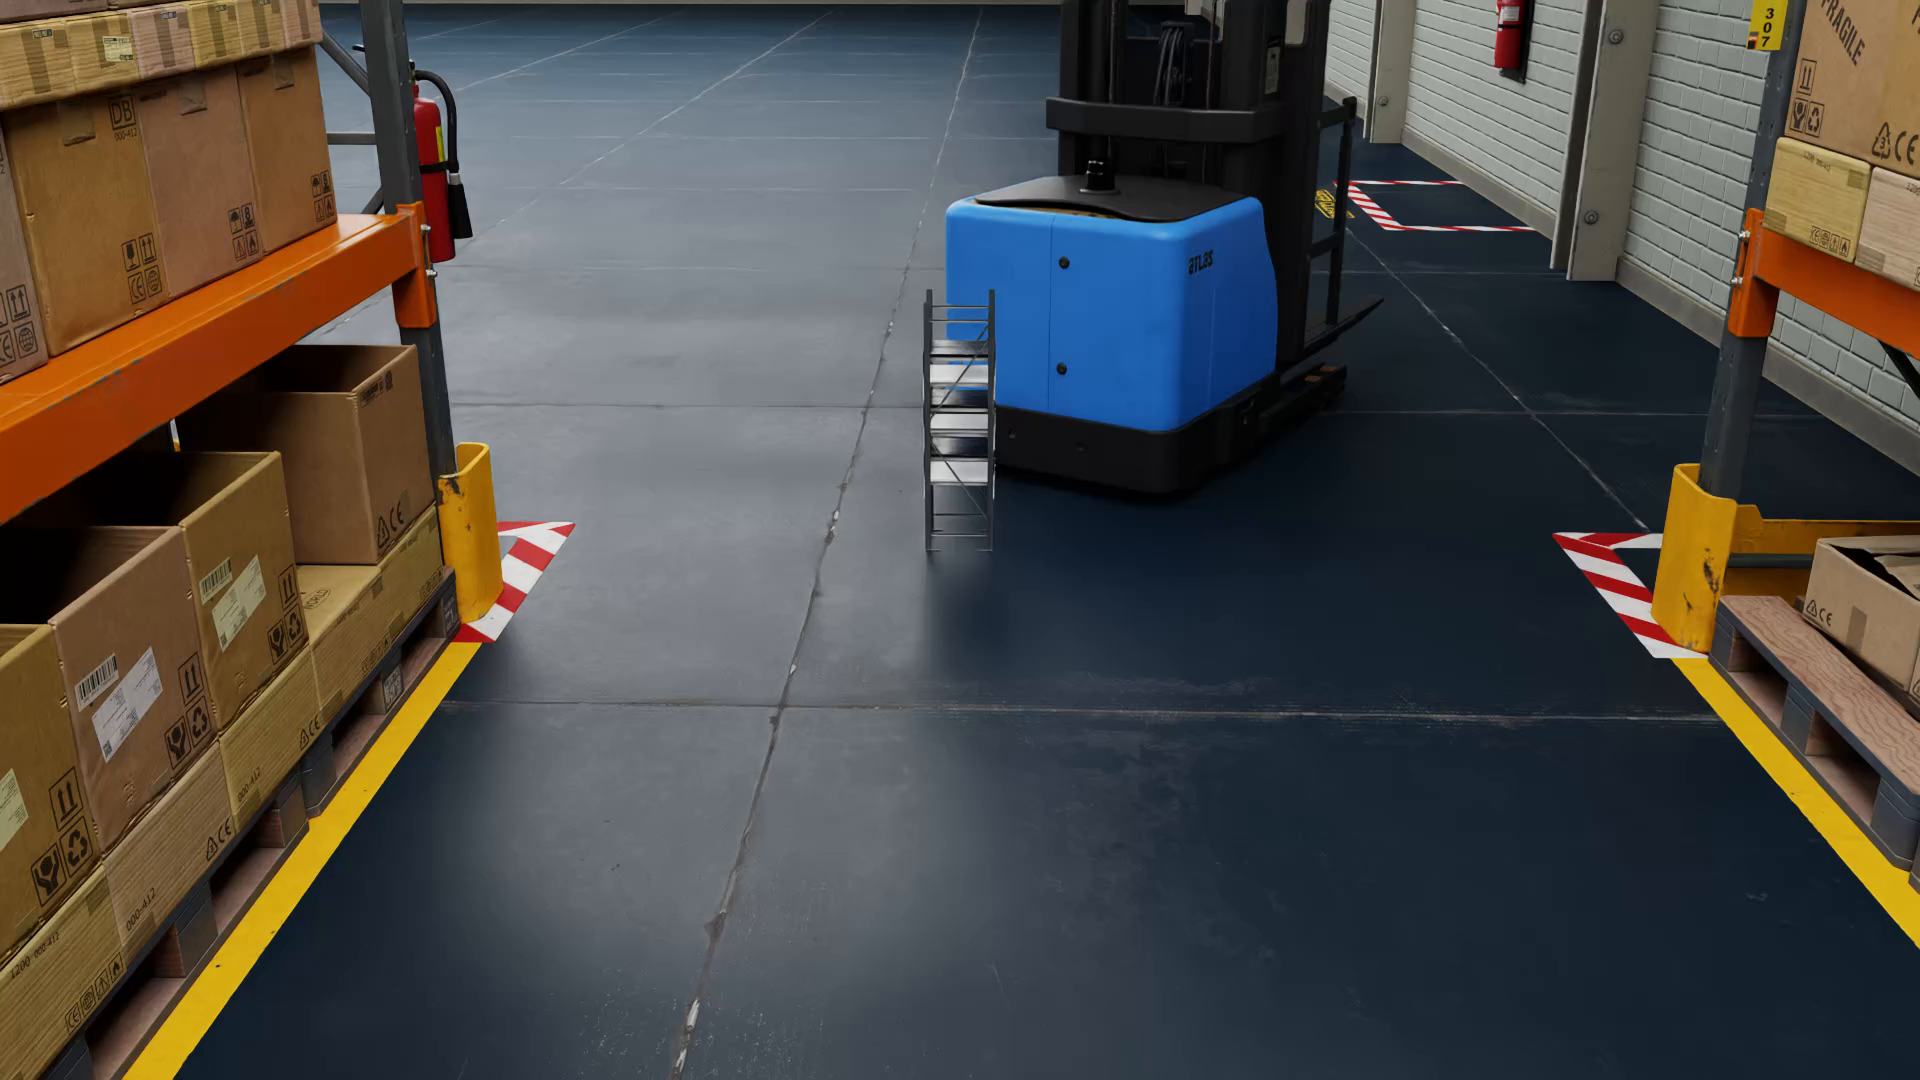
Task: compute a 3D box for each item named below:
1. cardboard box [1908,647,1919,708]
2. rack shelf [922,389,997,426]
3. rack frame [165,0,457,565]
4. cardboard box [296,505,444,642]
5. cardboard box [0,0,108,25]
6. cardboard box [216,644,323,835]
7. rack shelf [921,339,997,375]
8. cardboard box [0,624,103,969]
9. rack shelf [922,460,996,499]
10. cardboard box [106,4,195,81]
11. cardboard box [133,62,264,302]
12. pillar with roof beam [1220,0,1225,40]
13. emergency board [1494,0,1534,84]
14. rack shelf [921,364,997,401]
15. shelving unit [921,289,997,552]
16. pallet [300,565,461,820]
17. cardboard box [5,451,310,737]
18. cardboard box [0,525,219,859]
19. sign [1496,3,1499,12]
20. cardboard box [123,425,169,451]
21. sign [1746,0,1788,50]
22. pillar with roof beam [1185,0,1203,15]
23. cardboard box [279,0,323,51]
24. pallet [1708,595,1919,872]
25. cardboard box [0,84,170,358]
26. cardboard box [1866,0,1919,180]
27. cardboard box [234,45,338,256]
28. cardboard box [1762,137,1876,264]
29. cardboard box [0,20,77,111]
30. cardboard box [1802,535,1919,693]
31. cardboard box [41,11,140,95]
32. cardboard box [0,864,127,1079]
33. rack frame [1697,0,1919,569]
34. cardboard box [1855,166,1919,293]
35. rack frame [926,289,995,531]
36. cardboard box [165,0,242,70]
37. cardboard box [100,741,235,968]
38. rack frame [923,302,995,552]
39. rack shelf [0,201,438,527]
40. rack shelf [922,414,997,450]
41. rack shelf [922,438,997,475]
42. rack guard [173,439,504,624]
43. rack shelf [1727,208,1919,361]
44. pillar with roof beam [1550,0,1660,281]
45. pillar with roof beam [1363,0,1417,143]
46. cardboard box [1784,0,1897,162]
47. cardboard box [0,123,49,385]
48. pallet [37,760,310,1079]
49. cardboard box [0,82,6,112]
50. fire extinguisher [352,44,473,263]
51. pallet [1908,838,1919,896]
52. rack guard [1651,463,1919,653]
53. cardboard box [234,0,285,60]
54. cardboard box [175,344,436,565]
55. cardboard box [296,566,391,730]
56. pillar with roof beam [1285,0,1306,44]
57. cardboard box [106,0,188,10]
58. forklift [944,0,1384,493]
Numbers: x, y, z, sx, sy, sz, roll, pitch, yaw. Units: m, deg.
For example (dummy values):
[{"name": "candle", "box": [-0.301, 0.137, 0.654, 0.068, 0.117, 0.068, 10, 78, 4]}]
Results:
[{"name": "cardboard box", "box": [2.699, 0.369, 4.041, 0.500, 0.311, 0.500, 2, 21, 6]}, {"name": "rack shelf", "box": [0.000, -0.469, 5.838, 0.258, 0.077, 0.200, 1, 21, 2]}, {"name": "rack frame", "box": [-2.124, -1.188, 4.944, 1.000, 3.000, 0.127, 1, 21, 2]}, {"name": "cardboard box", "box": [-1.845, 0.095, 4.857, 0.500, 0.250, 0.500, 1, 21, 2]}, {"name": "cardboard box", "box": [-2.178, -1.279, 3.247, 0.700, 0.500, 0.500, 1, 21, 2]}, {"name": "cardboard box", "box": [-1.862, 0.457, 3.925, 0.500, 0.250, 0.500, 1, 21, 2]}, {"name": "rack shelf", "box": [0.000, -0.637, 5.773, 0.258, 0.077, 0.200, 1, 21, 2]}, {"name": "cardboard box", "box": [-1.889, 0.469, 2.858, 0.500, 0.500, 0.500, 1, 21, 2]}, {"name": "rack shelf", "box": [0.000, -0.218, 5.936, 0.258, 0.077, 0.200, 1, 21, 2]}, {"name": "cardboard box", "box": [-1.969, -1.119, 3.731, 0.380, 0.149, 0.250, 1, 21, 2]}, {"name": "cardboard box", "box": [-2.162, -0.876, 4.002, 0.700, 0.500, 0.500, 1, 21, 3]}, {"name": "pillar with roof beam", "box": [0.098, -12.394, 25.532, 9.100, 9.000, 0.400, 1, 21, 2]}, {"name": "emergency board", "box": [3.966, -3.935, 12.023, 0.194, 1.169, 0.643, 1, 21, 2]}, {"name": "rack shelf", "box": [0.000, -0.553, 5.806, 0.258, 0.077, 0.200, 1, 21, 2]}, {"name": "shelving unit", "box": [0.000, -0.417, 5.859, 0.258, 0.900, 0.210, 1, 21, 2]}, {"name": "pallet", "box": [-2.106, 0.389, 4.735, 1.003, 0.211, 1.213, 1, 21, 2]}, {"name": "cardboard box", "box": [-1.859, 0.107, 3.790, 0.500, 0.500, 0.500, 1, 21, 2]}, {"name": "cardboard box", "box": [-1.875, 0.288, 3.324, 0.500, 0.500, 0.500, 1, 21, 2]}, {"name": "sign", "box": [4.086, -4.150, 12.529, 0.001, 0.329, 0.234, 1, 21, 2]}, {"name": "cardboard box", "box": [-2.376, -0.079, 4.271, 0.500, 0.500, 0.500, 1, 21, 2]}, {"name": "sign", "box": [2.285, -1.544, 4.666, 0.100, 0.325, 0.005, 1, 21, 2]}, {"name": "pillar with roof beam", "box": [0.280, -14.563, 31.123, 9.100, 9.000, 0.400, 1, 21, 2]}, {"name": "cardboard box", "box": [-1.945, -1.397, 4.447, 0.380, 0.149, 0.250, 0, 21, 1]}, {"name": "pallet", "box": [2.765, 0.486, 4.485, 1.003, 0.211, 1.213, 1, 21, 2]}, {"name": "cardboard box", "box": [-2.183, -0.697, 3.539, 0.700, 0.500, 0.500, 1, 21, 2]}, {"name": "cardboard box", "box": [2.487, -1.076, 3.798, 0.500, 0.500, 0.500, 1, 21, 2]}, {"name": "cardboard box", "box": [-2.151, -1.066, 4.491, 0.700, 0.500, 0.500, 1, 21, 2]}, {"name": "cardboard box", "box": [2.495, -0.901, 4.385, 0.500, 0.250, 0.500, 0, 21, 0]}, {"name": "cardboard box", "box": [-1.983, -0.929, 3.241, 0.380, 0.149, 0.250, 1, 21, 3]}, {"name": "cardboard box", "box": [2.716, 0.163, 4.572, 0.500, 0.311, 0.500, -2, 21, -4]}, {"name": "cardboard box", "box": [-1.977, -1.024, 3.486, 0.380, 0.149, 0.250, 1, 21, 3]}, {"name": "cardboard box", "box": [-1.888, 0.819, 2.993, 0.500, 0.250, 0.500, 1, 21, 2]}, {"name": "rack frame", "box": [2.827, -1.135, 4.807, 1.000, 3.000, 0.127, 1, 21, 2]}, {"name": "cardboard box", "box": [2.494, -0.713, 3.901, 0.500, 0.250, 0.500, 0, 21, 0]}, {"name": "rack frame", "box": [0.003, -0.453, 5.953, 0.240, 0.900, 0.006, 1, 21, 2]}, {"name": "cardboard box", "box": [-1.960, -1.210, 3.965, 0.380, 0.149, 0.250, 0, 21, 1]}, {"name": "cardboard box", "box": [-1.879, 0.638, 3.459, 0.500, 0.250, 0.500, 1, 21, 2]}, {"name": "rack frame", "box": [-0.003, -0.380, 5.764, 0.240, 0.900, 0.006, 1, 21, 2]}, {"name": "rack shelf", "box": [-2.185, -0.130, 3.211, 1.077, 0.370, 4.000, 1, 21, 2]}, {"name": "rack shelf", "box": [0.000, -0.386, 5.871, 0.258, 0.077, 0.200, 1, 21, 2]}, {"name": "rack shelf", "box": [0.000, -0.302, 5.903, 0.258, 0.077, 0.200, 1, 21, 2]}, {"name": "rack guard", "box": [-2.123, -0.031, 5.419, 1.175, 0.500, 0.348, 1, 21, 2]}, {"name": "rack shelf", "box": [2.767, -0.076, 3.074, 1.077, 0.370, 4.000, 1, 21, 2]}, {"name": "pillar with roof beam", "box": [-0.450, -5.886, 8.758, 9.100, 9.000, 0.400, 1, 21, 2]}, {"name": "pillar with roof beam", "box": [-0.267, -8.055, 14.349, 9.100, 9.000, 0.400, 1, 21, 2]}, {"name": "cardboard box", "box": [2.512, -1.255, 4.259, 0.500, 0.500, 0.500, 1, 21, 2]}, {"name": "cardboard box", "box": [-2.196, -0.506, 3.049, 0.700, 0.500, 0.500, 1, 21, 3]}, {"name": "pallet", "box": [-2.145, 0.829, 3.601, 1.003, 0.211, 1.213, 1, 21, 2]}, {"name": "cardboard box", "box": [-1.990, -0.836, 3.002, 0.380, 0.149, 0.250, 0, 21, 1]}, {"name": "fire extinguisher", "box": [-1.656, -1.190, 5.055, 0.296, 0.674, 0.183, 1, 21, 2]}, {"name": "pallet", "box": [2.725, 0.926, 3.351, 1.003, 0.211, 1.213, 1, 21, 2]}, {"name": "rack guard", "box": [2.825, 0.058, 5.189, 1.175, 0.500, 0.348, 1, 21, 2]}, {"name": "cardboard box", "box": [-1.952, -1.302, 4.203, 0.380, 0.149, 0.250, 1, 21, 3]}, {"name": "cardboard box", "box": [-1.843, -0.254, 4.722, 0.500, 0.500, 0.500, 1, 21, 2]}, {"name": "cardboard box", "box": [-1.848, 0.276, 4.391, 0.500, 0.250, 0.500, 1, 21, 2]}, {"name": "pillar with roof beam", "box": [-0.085, -10.225, 19.941, 9.100, 9.000, 0.400, 1, 21, 2]}, {"name": "cardboard box", "box": [-2.163, -1.461, 3.717, 0.700, 0.500, 0.500, 0, 21, 0]}, {"name": "forklift", "box": [1.131, -2.027, 7.200, 1.130, 2.935, 3.031, 13, 25, 29]}]
